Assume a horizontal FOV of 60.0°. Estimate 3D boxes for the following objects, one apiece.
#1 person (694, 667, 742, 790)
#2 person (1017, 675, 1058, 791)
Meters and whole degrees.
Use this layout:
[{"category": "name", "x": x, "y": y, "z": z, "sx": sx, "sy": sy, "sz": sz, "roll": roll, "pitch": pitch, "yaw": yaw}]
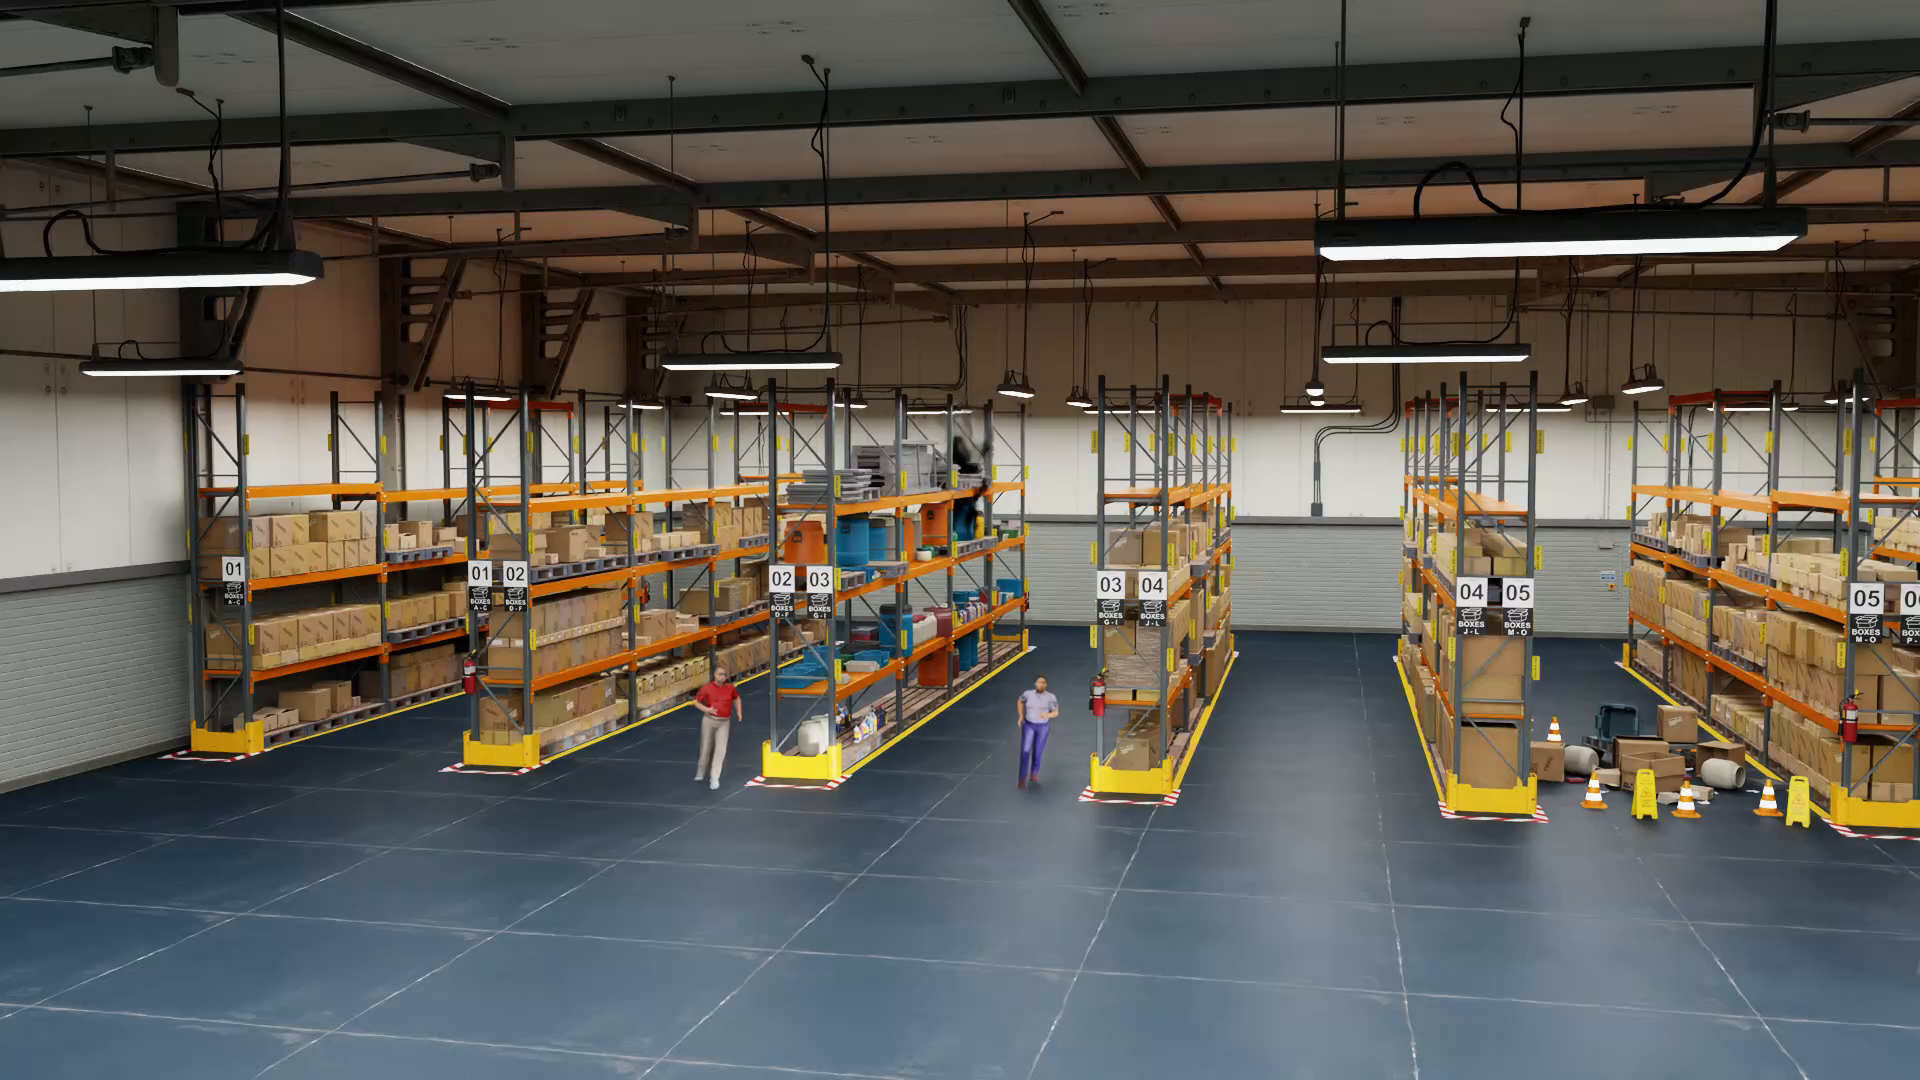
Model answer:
[{"category": "person", "x": -3.556, "y": 2.748, "z": 24.505, "sx": 0.725, "sy": 1.752, "sz": 0.778, "roll": -1, "pitch": 3, "yaw": -19}, {"category": "person", "x": 1.141, "y": 2.811, "z": 24.402, "sx": 0.600, "sy": 1.680, "sz": 0.776, "roll": 0, "pitch": 3, "yaw": 3}]
